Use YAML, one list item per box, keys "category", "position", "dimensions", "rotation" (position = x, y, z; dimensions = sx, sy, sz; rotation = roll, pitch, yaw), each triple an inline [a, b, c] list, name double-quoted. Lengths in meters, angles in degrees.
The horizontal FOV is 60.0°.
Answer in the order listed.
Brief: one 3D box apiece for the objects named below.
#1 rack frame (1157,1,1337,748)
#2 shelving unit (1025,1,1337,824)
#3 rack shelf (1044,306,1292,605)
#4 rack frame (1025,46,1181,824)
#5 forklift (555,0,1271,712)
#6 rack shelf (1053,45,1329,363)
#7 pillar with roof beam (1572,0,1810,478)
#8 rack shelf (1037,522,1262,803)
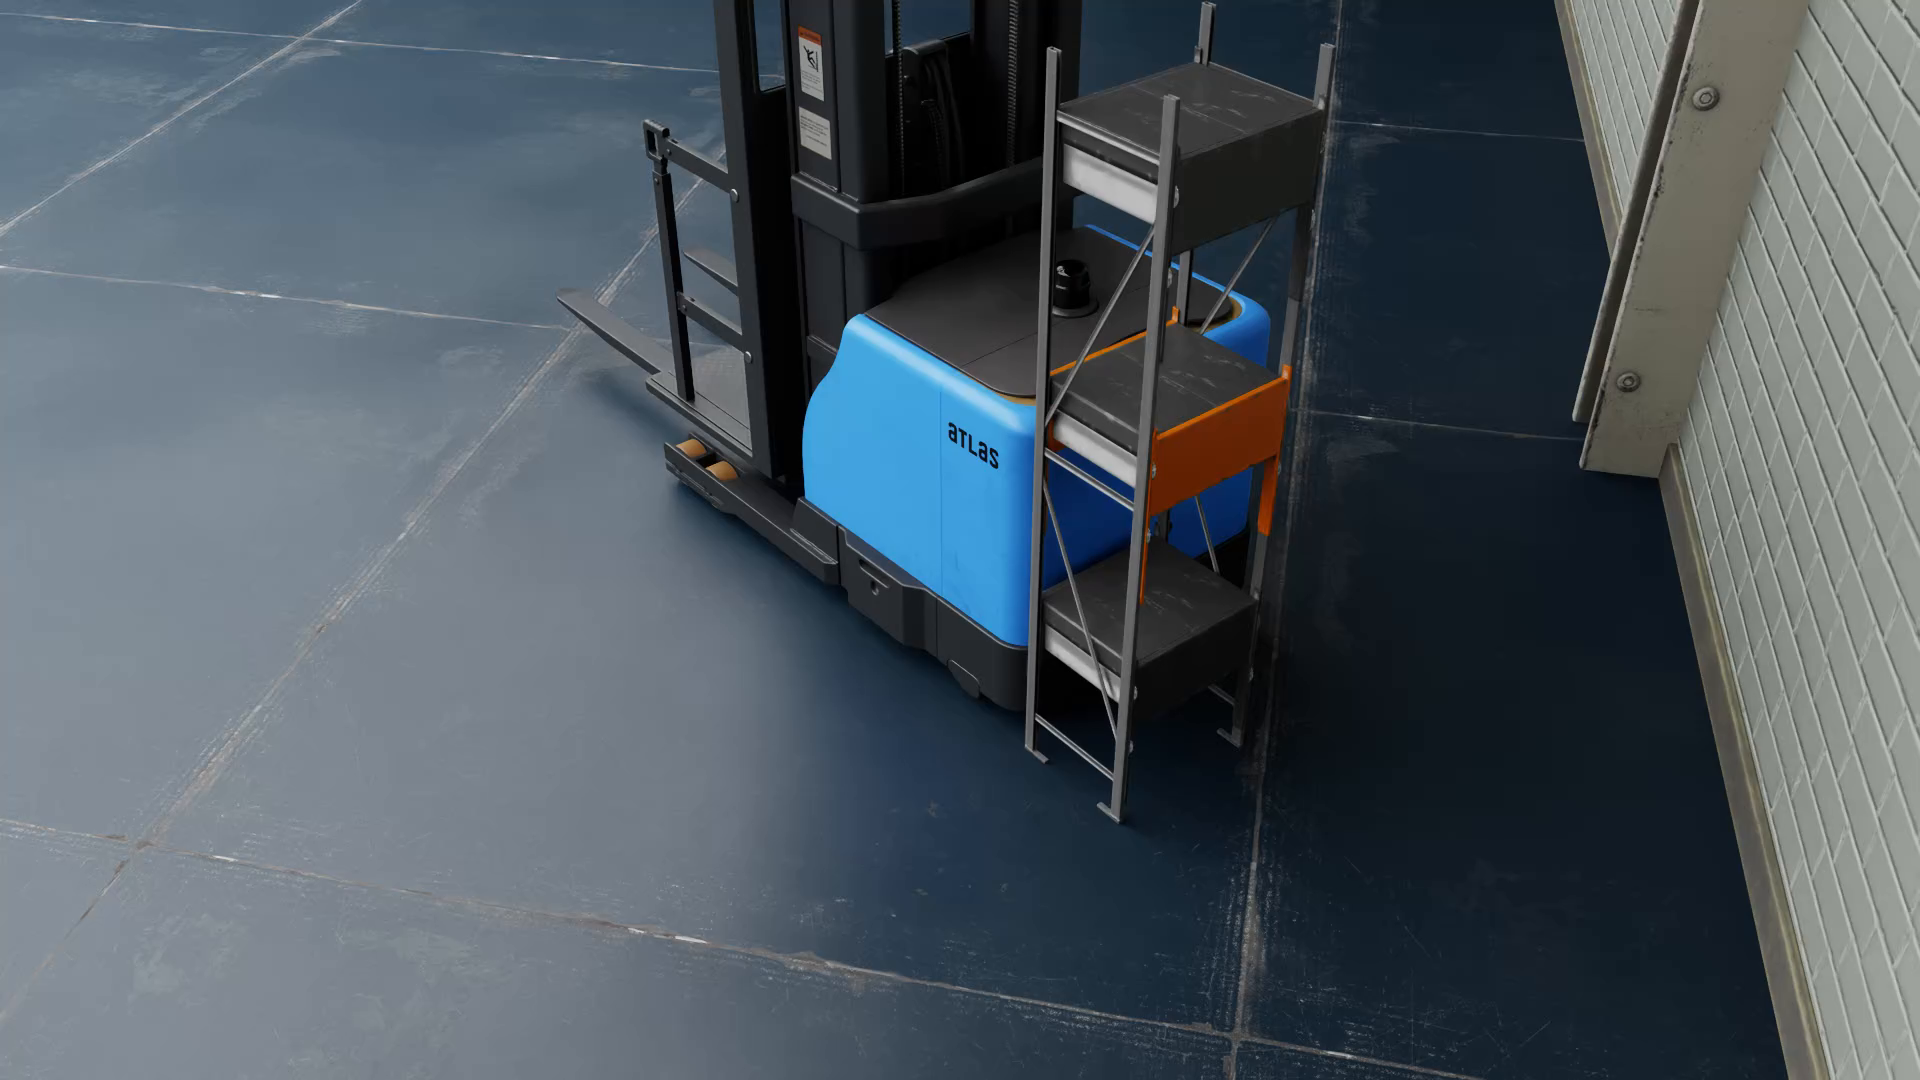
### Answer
- category: "rack frame"
  position: [0.702, -0.329, 4.415]
  dimensions: [0.015, 2.100, 0.400]
  rotation: [-26, 43, -31]
- category: "shelving unit"
  position: [0.513, -0.239, 4.290]
  dimensions: [0.503, 2.100, 0.431]
  rotation: [-26, 43, -31]
- category: "rack shelf"
  position: [0.513, -0.227, 4.298]
  dimensions: [0.480, 0.518, 0.431]
  rotation: [-26, 43, -31]
- category: "rack frame"
  position: [0.324, -0.148, 4.165]
  dimensions: [0.015, 2.100, 0.400]
  rotation: [-26, 43, -31]
- category: "forklift"
  position: [-0.410, -1.468, 5.278]
  dimensions: [1.130, 2.935, 3.031]
  rotation: [-27, 44, -32]
- category: "rack shelf"
  position: [0.513, -0.794, 3.887]
  dimensions: [0.480, 0.518, 0.431]
  rotation: [-26, 43, -31]
- category: "pillar with roof beam"
  position: [-1.732, -4.538, 4.343]
  dimensions: [9.100, 9.000, 0.400]
  rotation: [7, 37, 10]
- category: "rack shelf"
  position: [0.513, 0.339, 4.709]
  dimensions: [0.480, 0.518, 0.431]
  rotation: [-26, 43, -31]
